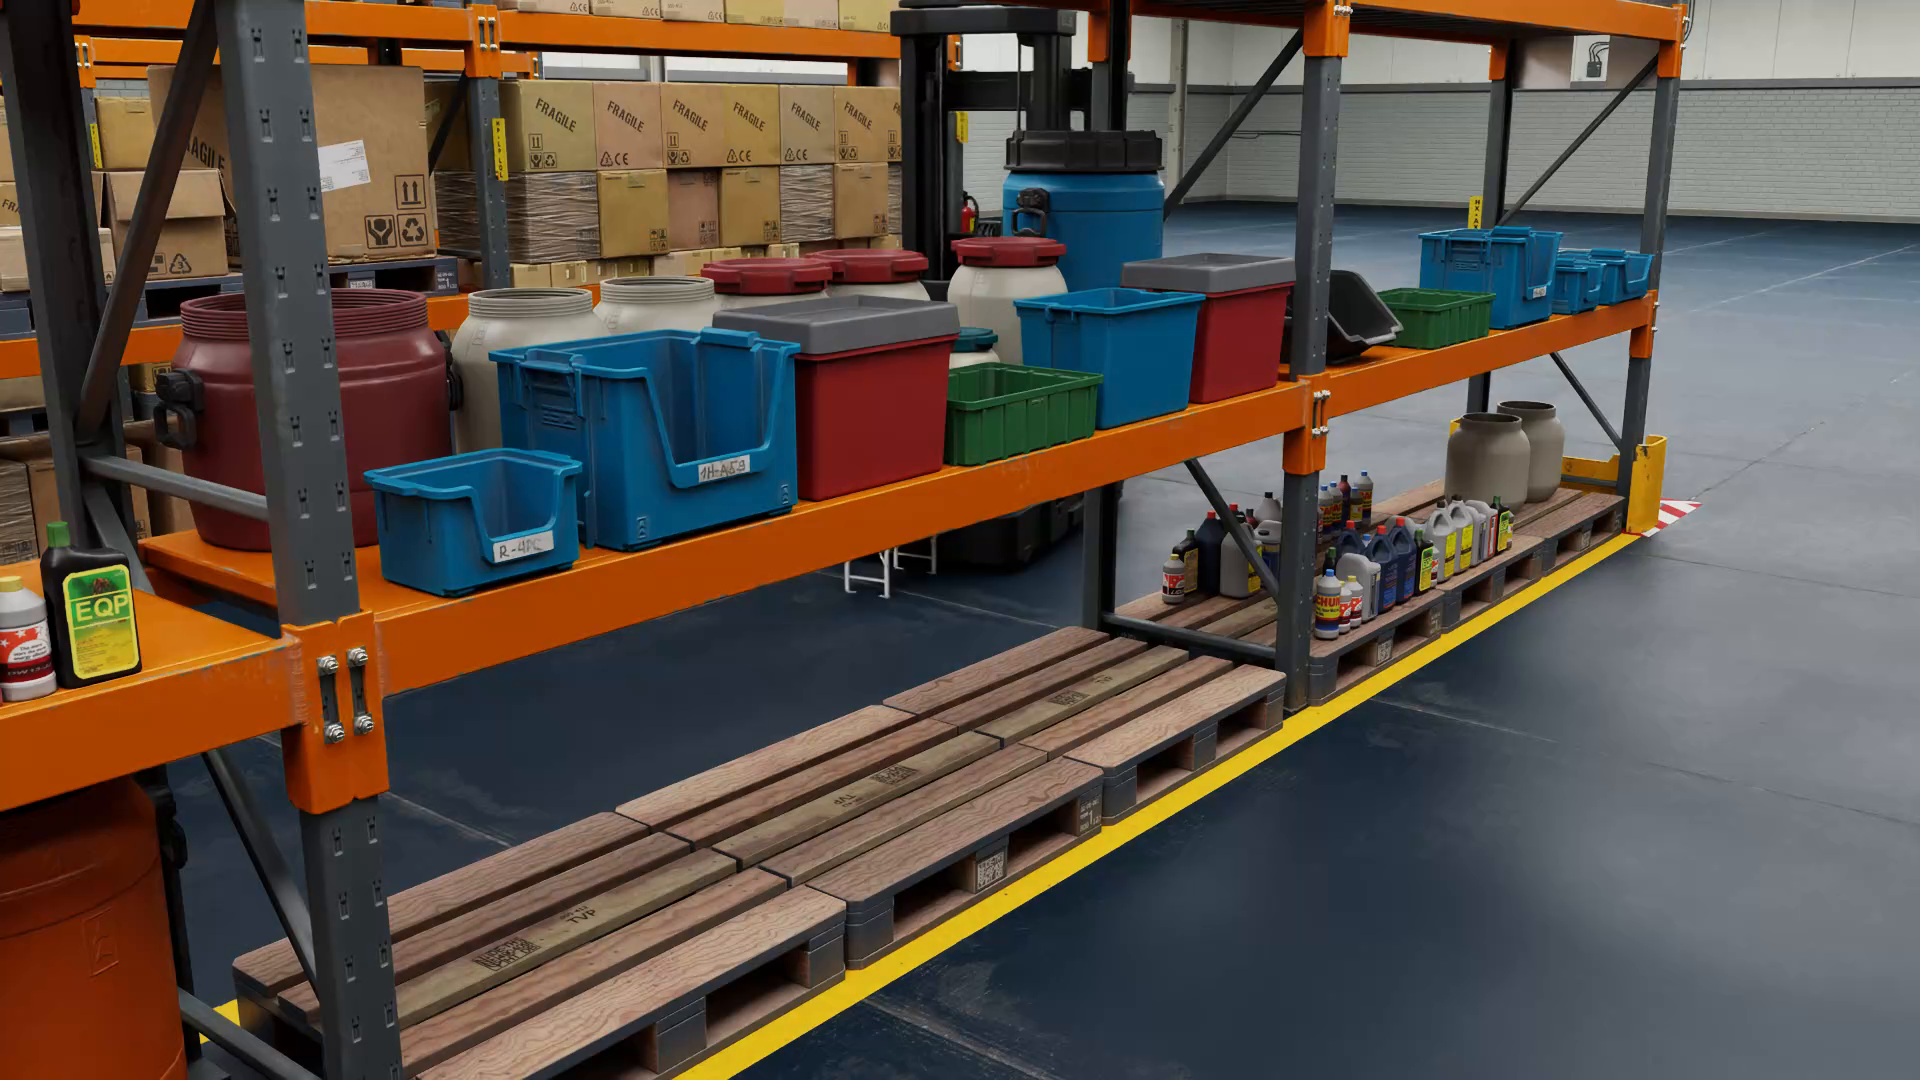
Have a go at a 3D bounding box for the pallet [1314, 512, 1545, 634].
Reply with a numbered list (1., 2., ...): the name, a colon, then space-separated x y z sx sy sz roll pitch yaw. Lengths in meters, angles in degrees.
1. pallet: 2.159 0.132 8.176 1.003 0.211 1.213 11 18 38

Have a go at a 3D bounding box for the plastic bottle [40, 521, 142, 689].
1. plastic bottle: -1.498 0.103 2.862 0.061 0.283 0.133 11 18 38

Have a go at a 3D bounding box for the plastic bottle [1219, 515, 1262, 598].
1. plastic bottle: 1.231 0.062 7.273 0.144 0.351 0.185 11 18 38

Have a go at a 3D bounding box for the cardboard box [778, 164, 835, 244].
1. cardboard box: -1.336 -2.284 11.213 0.875 0.500 0.500 11 18 38

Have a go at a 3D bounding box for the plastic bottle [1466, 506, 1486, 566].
1. plastic bottle: 2.372 -0.032 7.795 0.152 0.276 0.135 11 18 36

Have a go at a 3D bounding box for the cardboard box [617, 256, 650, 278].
1. cardboard box: -2.092 -1.650 10.035 0.380 0.149 0.250 11 18 38

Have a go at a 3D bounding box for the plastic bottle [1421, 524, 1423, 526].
1. plastic bottle: 2.150 0.026 7.718 0.097 0.201 0.097 0 14 0

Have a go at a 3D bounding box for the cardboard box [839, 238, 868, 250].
1. cardboard box: -0.863 -2.038 11.564 0.380 0.149 0.250 11 18 38

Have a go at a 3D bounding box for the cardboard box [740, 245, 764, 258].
1. cardboard box: -1.491 -1.847 10.810 0.380 0.149 0.250 11 18 38

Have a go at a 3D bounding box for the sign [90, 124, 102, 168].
1. sign: -6.280 -2.857 12.087 0.100 0.325 0.005 11 18 38

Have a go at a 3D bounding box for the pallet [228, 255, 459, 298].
1. pallet: -3.508 -1.413 8.981 1.003 0.211 1.213 11 18 38

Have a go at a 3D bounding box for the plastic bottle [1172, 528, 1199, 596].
1. plastic bottle: 0.984 0.097 7.272 0.061 0.283 0.133 12 19 40

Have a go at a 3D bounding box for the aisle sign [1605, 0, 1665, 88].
1. aisle sign: 3.729 -2.857 8.997 0.394 0.787 0.004 11 18 38

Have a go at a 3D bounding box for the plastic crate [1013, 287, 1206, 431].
1. plastic crate: 0.487 -0.596 5.409 0.392 0.384 0.575 11 18 38

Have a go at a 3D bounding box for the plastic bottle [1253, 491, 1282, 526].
1. plastic bottle: 1.442 -0.059 7.749 0.144 0.351 0.185 11 18 37

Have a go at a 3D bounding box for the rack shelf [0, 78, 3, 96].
1. rack shelf: -13.228 -5.419 19.730 1.077 0.370 4.000 11 18 38

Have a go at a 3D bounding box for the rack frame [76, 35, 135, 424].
1. rack frame: -6.709 -2.416 12.543 1.000 3.000 0.127 11 18 38

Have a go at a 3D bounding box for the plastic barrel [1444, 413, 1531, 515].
1. plastic barrel: 2.783 -0.393 8.778 0.421 0.512 0.421 0 14 0

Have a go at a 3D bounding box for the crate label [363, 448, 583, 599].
1. crate label: -1.019 -0.039 3.522 0.303 0.233 0.416 11 18 38

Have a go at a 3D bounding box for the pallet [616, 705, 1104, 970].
1. pallet: -0.292 0.880 5.232 1.003 0.211 1.213 11 18 38

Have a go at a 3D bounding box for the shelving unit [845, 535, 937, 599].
1. shelving unit: -0.339 -0.367 8.131 0.258 1.200 0.503 7 16 26

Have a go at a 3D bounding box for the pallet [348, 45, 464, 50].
1. pallet: -4.653 -4.450 14.634 1.003 0.211 1.213 11 18 38

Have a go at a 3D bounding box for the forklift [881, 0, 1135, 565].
1. forklift: 0.333 -1.613 9.520 1.130 2.935 3.031 6 15 21

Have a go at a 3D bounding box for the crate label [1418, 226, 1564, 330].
1. crate label: 2.506 -1.252 7.887 0.502 0.435 0.616 11 18 38

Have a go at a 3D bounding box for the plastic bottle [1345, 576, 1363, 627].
1. plastic bottle: 1.607 0.248 6.845 0.097 0.201 0.097 0 14 0

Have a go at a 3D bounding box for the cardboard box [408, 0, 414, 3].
1. cardboard box: -2.831 -3.138 9.597 0.500 0.250 0.500 12 19 40

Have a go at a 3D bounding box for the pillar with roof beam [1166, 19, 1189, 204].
1. pillar with roof beam: 9.094 -12.689 40.797 9.100 9.000 0.400 11 18 38

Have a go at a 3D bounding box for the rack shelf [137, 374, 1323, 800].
1. rack shelf: -0.319 -0.131 5.009 1.077 0.370 4.000 11 18 38

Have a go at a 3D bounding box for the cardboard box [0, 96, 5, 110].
1. cardboard box: -9.502 -4.077 16.243 0.700 0.500 0.500 11 18 36

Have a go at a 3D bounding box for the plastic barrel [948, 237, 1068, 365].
1. plastic barrel: 0.166 -0.780 5.824 0.433 0.535 0.433 0 14 0

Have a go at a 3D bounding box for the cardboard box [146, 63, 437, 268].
1. cardboard box: -3.522 -1.993 8.806 1.000 1.000 1.000 11 18 38

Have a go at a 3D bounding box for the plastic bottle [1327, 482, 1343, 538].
1. plastic bottle: 1.855 -0.155 8.290 0.097 0.271 0.097 0 14 0

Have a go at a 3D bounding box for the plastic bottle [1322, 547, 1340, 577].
1. plastic bottle: 1.578 0.165 7.006 0.061 0.283 0.133 11 18 38

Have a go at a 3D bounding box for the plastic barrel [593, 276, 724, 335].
1. plastic barrel: -0.831 -0.462 4.622 0.421 0.512 0.421 0 14 0

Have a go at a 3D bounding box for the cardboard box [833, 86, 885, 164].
1. cardboard box: -0.863 -2.833 11.343 0.500 0.500 0.500 11 18 38

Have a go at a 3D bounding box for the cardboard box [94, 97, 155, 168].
1. cardboard box: -6.450 -3.078 12.649 0.875 0.550 0.550 11 18 38

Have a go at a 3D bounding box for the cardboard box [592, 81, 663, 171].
1. cardboard box: -2.121 -2.450 9.835 0.500 0.500 0.500 11 18 38

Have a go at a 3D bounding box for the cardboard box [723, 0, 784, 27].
1. cardboard box: -1.458 -3.355 10.450 0.500 0.250 0.500 11 18 37

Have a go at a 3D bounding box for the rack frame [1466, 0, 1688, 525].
1. rack frame: 3.452 -1.629 9.443 1.000 3.000 0.127 11 18 38

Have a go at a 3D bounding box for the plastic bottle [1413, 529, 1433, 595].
1. plastic bottle: 2.023 0.089 7.305 0.061 0.283 0.133 12 19 40

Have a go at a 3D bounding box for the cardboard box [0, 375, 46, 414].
1. cardboard box: -7.029 -1.397 12.245 1.050 0.750 0.750 11 18 37

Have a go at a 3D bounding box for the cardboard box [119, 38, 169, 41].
1. cardboard box: -8.548 -5.221 17.190 0.500 0.250 0.500 11 18 37

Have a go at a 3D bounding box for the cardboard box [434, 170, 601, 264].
1. cardboard box: -2.583 -1.899 9.698 0.875 0.500 0.500 11 18 38

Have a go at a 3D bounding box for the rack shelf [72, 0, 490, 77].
1. rack shelf: -4.171 -2.352 7.657 1.077 0.370 4.000 11 18 38

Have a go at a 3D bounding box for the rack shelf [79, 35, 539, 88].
1. rack shelf: -5.452 -3.905 13.770 1.077 0.370 4.000 11 18 38

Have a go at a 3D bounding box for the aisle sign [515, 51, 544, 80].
1. aisle sign: -3.917 -4.410 15.109 0.394 0.787 0.004 11 18 38
